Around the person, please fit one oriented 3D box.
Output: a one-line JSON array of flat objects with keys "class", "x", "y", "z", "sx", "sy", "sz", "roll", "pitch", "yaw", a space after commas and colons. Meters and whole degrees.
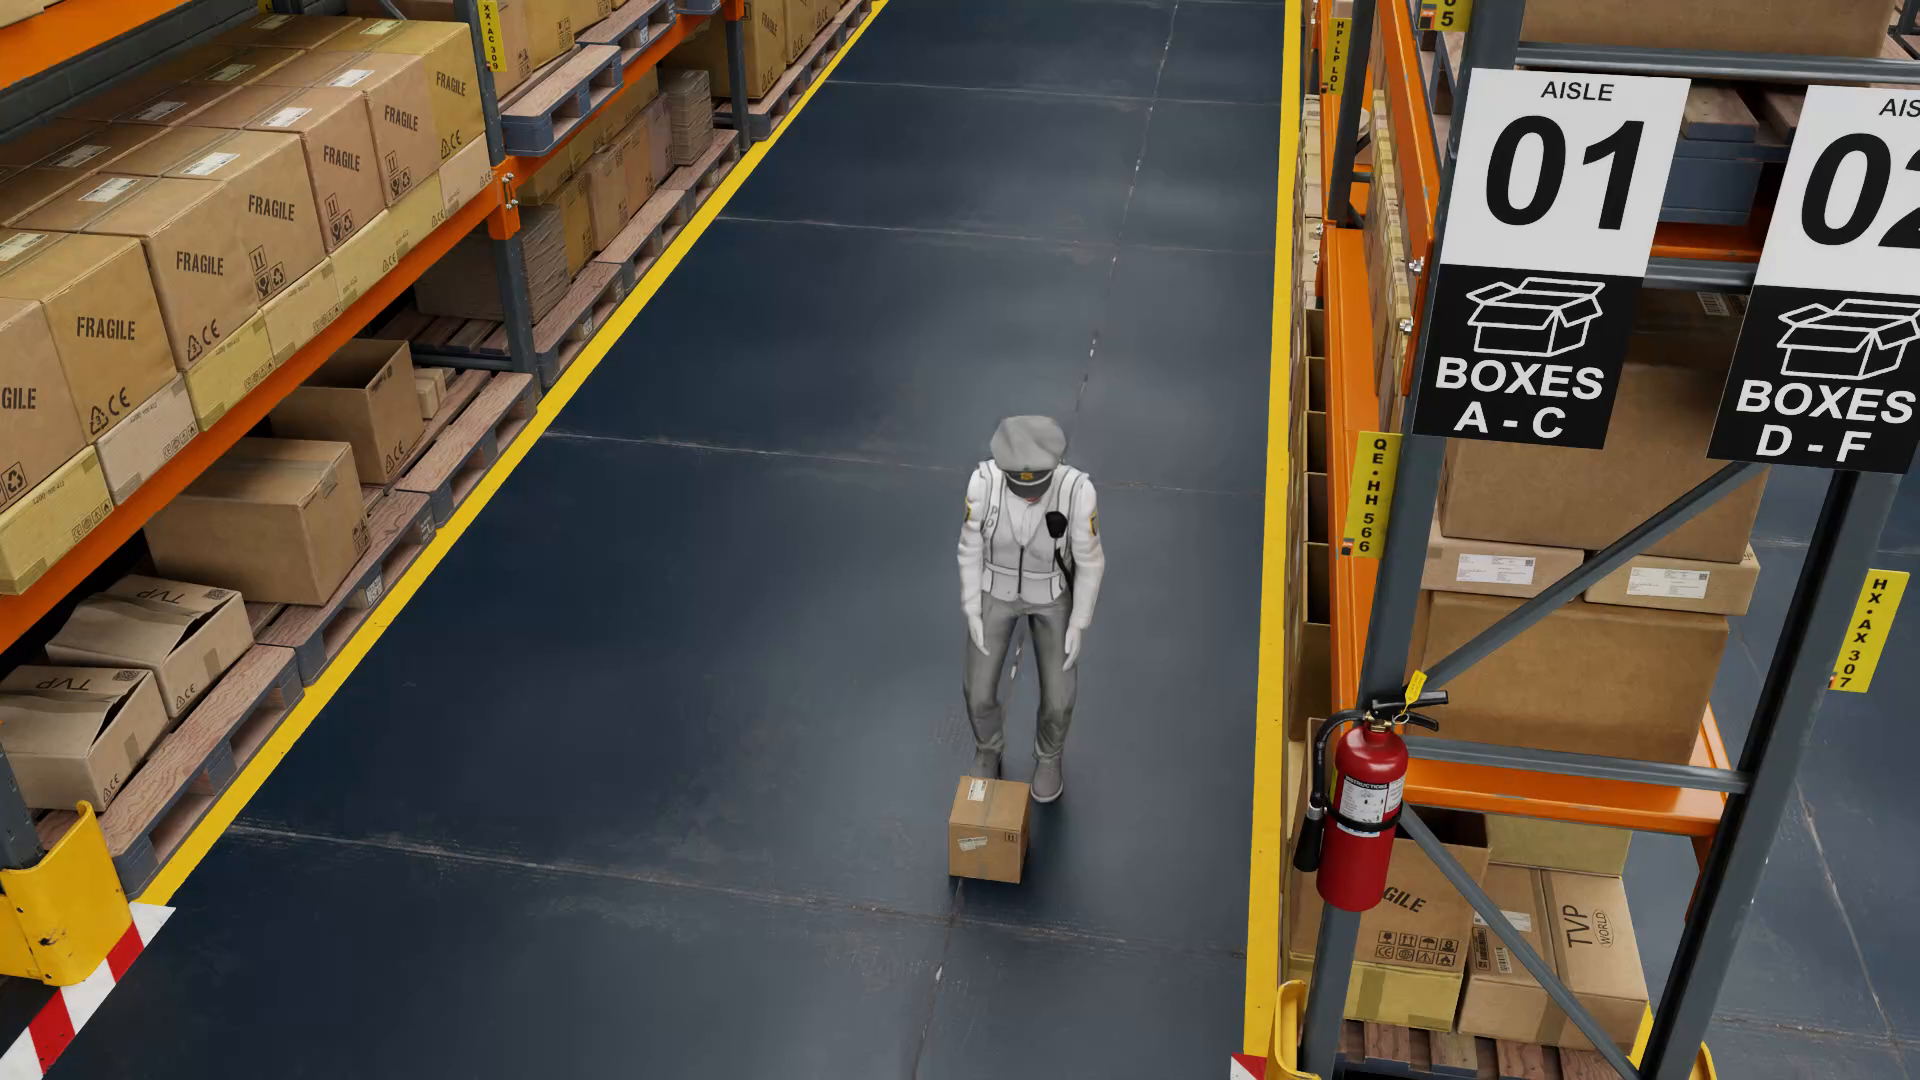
[{"class": "person", "x": 0.244, "y": 0.240, "z": 5.856, "sx": 0.516, "sy": 1.576, "sz": 0.526, "roll": 6, "pitch": 33, "yaw": 9}]
